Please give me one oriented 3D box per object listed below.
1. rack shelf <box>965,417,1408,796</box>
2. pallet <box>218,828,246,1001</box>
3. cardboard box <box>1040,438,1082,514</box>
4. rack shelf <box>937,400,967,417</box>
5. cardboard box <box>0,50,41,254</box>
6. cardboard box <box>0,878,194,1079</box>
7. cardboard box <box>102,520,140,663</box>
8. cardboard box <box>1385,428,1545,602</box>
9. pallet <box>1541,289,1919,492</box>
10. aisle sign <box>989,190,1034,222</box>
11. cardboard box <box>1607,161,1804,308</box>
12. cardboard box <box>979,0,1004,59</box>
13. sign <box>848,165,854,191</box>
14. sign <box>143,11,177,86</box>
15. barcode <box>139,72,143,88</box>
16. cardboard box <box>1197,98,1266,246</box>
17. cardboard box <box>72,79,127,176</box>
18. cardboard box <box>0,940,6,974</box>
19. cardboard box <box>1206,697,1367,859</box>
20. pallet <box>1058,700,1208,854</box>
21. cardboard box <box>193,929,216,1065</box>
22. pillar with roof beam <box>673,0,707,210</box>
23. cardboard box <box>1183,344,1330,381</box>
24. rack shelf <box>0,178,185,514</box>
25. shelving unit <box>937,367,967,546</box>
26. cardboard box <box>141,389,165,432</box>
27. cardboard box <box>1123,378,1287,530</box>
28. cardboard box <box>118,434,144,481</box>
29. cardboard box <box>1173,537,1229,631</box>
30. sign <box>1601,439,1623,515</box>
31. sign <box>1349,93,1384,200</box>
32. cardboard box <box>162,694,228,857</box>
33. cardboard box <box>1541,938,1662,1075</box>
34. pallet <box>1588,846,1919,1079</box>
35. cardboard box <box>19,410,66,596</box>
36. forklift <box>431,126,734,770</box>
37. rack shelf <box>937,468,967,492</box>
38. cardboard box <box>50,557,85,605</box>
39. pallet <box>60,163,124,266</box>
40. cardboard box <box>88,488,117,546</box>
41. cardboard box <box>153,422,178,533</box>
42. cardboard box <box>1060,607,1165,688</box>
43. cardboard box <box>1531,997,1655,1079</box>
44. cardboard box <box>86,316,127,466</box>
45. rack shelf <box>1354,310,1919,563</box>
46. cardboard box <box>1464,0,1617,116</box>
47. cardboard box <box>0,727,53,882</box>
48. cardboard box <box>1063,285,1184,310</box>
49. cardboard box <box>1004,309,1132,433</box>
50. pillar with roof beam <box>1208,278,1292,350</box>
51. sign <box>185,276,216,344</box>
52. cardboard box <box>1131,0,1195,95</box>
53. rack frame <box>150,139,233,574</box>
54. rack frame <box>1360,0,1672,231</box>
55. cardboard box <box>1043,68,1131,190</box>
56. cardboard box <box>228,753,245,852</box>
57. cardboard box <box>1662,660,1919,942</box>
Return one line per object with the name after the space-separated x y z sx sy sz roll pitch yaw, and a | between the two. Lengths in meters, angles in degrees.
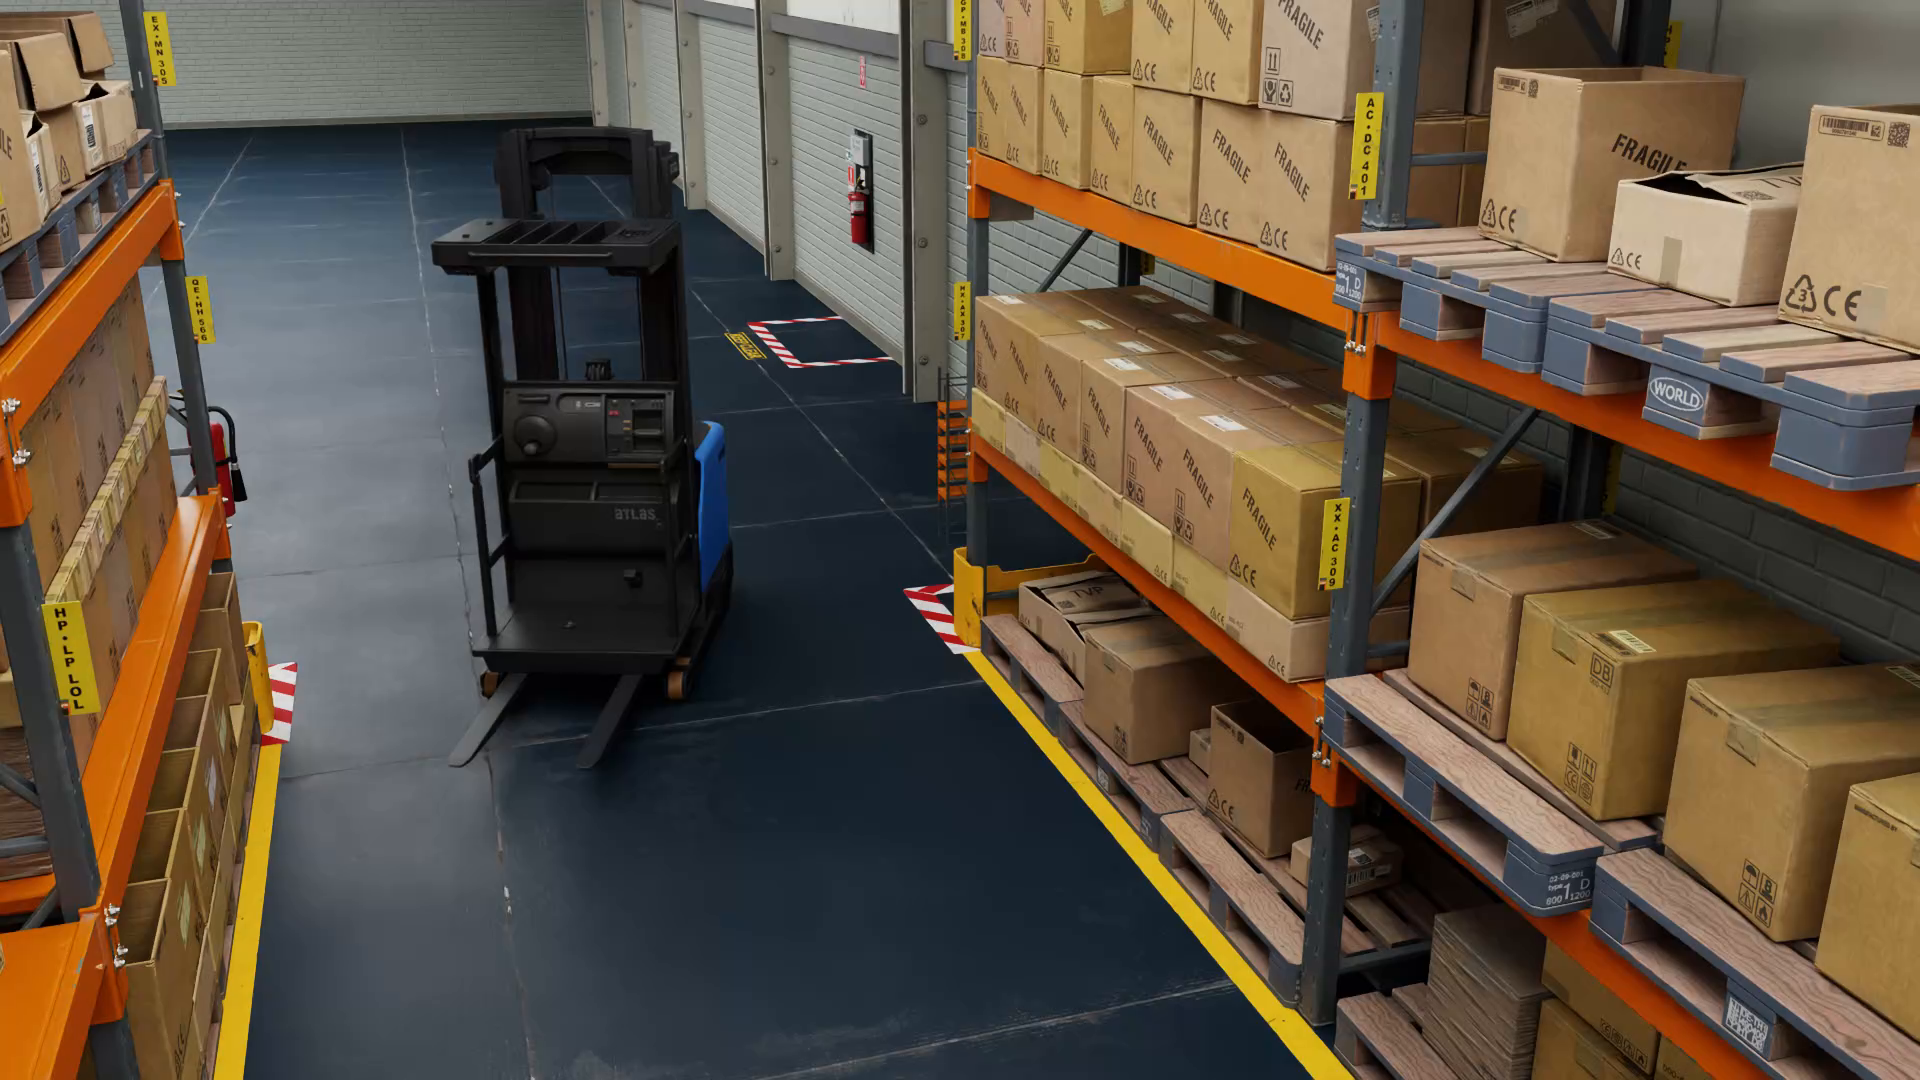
1.160 0.059 7.878 1.077 0.370 4.000 -6 21 -17 | rack shelf
-3.511 1.550 6.787 1.003 0.211 1.213 -6 21 -17 | pallet
0.714 -0.340 8.119 0.500 0.250 0.500 -7 21 -18 | cardboard box
-0.005 -0.866 11.120 0.258 0.103 0.180 -6 21 -17 | rack shelf
-2.821 -1.022 4.411 0.500 0.500 0.500 -5 20 -13 | cardboard box
-2.762 1.451 5.275 0.500 0.500 0.500 -6 21 -17 | cardboard box
-3.547 0.207 6.255 0.700 0.500 0.500 -6 21 -16 | cardboard box
1.839 -0.102 6.347 0.500 0.500 0.500 -7 21 -18 | cardboard box
2.210 -0.419 3.986 1.213 0.211 1.003 -6 21 -17 | pallet
0.223 -2.136 9.080 0.394 0.787 0.004 -6 21 -17 | aisle sign
2.078 -0.823 4.345 0.500 0.311 0.500 -6 21 -15 | cardboard box
0.422 -2.710 8.431 0.500 0.500 0.500 -8 21 -21 | cardboard box
-1.130 -3.716 17.272 0.001 0.329 0.234 -6 21 -17 | sign
-3.651 -2.238 7.580 0.100 0.325 0.005 -6 21 -17 | sign
-3.618 -2.033 7.343 0.001 0.075 0.075 -6 21 -17 | barcode
1.248 -1.405 6.276 0.500 0.500 0.500 -8 21 -22 | cardboard box
-3.384 -1.507 6.041 0.500 0.311 0.500 -4 20 -11 | cardboard box
-2.717 1.114 4.100 0.500 0.250 0.500 -5 20 -14 | cardboard box
1.424 1.003 7.234 0.500 0.500 0.500 -8 21 -21 | cardboard box
1.156 1.071 8.123 1.003 0.211 1.213 -6 21 -17 | pallet
-2.924 1.644 5.847 0.500 0.250 0.500 -6 21 -17 | cardboard box
-8.172 -8.931 22.968 9.100 9.000 0.400 -6 21 -17 | pillar with roof beam
1.355 -0.595 7.717 0.500 0.500 0.500 -6 21 -16 | cardboard box
-3.542 -0.825 5.903 1.077 0.370 4.000 -6 21 -17 | rack shelf
-0.005 -0.569 11.227 0.258 1.200 0.189 -6 21 -17 | shelving unit
-3.786 -0.560 7.430 0.380 0.149 0.250 -6 21 -16 | cardboard box
1.036 -0.370 7.093 0.500 0.500 0.500 -7 21 -19 | cardboard box
-3.546 -0.313 6.742 0.380 0.149 0.250 -6 21 -16 | cardboard box
1.203 0.143 6.773 0.500 0.250 0.500 -6 21 -17 | cardboard box
2.314 -0.243 5.942 0.100 0.325 0.005 -6 21 -17 | sign
1.275 -1.232 5.208 0.100 0.325 0.005 -6 21 -17 | sign
-3.235 0.970 6.615 0.500 0.500 0.500 -6 21 -17 | cardboard box
2.177 1.354 5.146 0.500 0.250 0.500 -7 21 -18 | cardboard box
2.384 1.105 4.185 1.003 0.211 1.213 -6 21 -17 | pallet
-3.219 -0.071 5.111 0.700 0.500 0.500 -6 21 -17 | cardboard box
-2.013 -0.616 8.796 1.130 2.935 3.031 1 20 2 | forklift
-0.005 -0.415 11.282 0.258 0.103 0.180 -6 21 -17 | rack shelf
-3.059 0.184 5.360 0.380 0.149 0.250 -7 21 -18 | cardboard box
-3.586 -1.142 5.852 1.003 0.211 1.213 -6 21 -17 | pallet
-3.304 -0.066 6.055 0.380 0.149 0.250 -7 21 -18 | cardboard box
-4.036 -0.290 7.637 0.700 0.500 0.500 -6 21 -17 | cardboard box
0.842 0.552 8.770 0.500 0.311 0.500 -5 20 -13 | cardboard box
2.245 1.727 5.219 0.700 0.500 0.500 -7 21 -18 | cardboard box
-3.690 -0.553 6.452 0.700 0.500 0.500 -6 21 -17 | cardboard box
2.417 -0.069 3.798 1.077 0.370 4.000 -6 21 -17 | rack shelf
1.905 -1.764 5.796 0.500 0.500 0.500 -6 21 -16 | cardboard box
-3.059 0.701 4.879 0.700 0.500 0.500 -7 21 -19 | cardboard box
0.881 -1.084 9.081 0.500 0.500 0.500 -7 21 -18 | cardboard box
0.542 -0.868 8.479 0.500 0.500 0.500 -6 21 -17 | cardboard box
-2.515 -3.154 6.887 9.100 9.000 0.400 -6 21 -17 | pillar with roof beam
-3.651 -1.103 7.987 0.100 0.325 0.005 -6 21 -17 | sign
1.017 -2.049 6.591 0.500 0.500 0.500 -7 21 -19 | cardboard box
-4.171 -0.394 8.075 1.000 3.000 0.127 -6 21 -17 | rack frame
1.788 -2.461 4.956 1.000 3.000 0.127 -6 21 -17 | rack frame
0.701 -1.913 7.691 0.500 0.500 0.500 -5 20 -15 | cardboard box
-3.394 1.163 7.188 0.500 0.250 0.500 -6 21 -17 | cardboard box
2.321 0.663 4.333 0.700 0.500 0.500 -4 20 -10 | cardboard box
